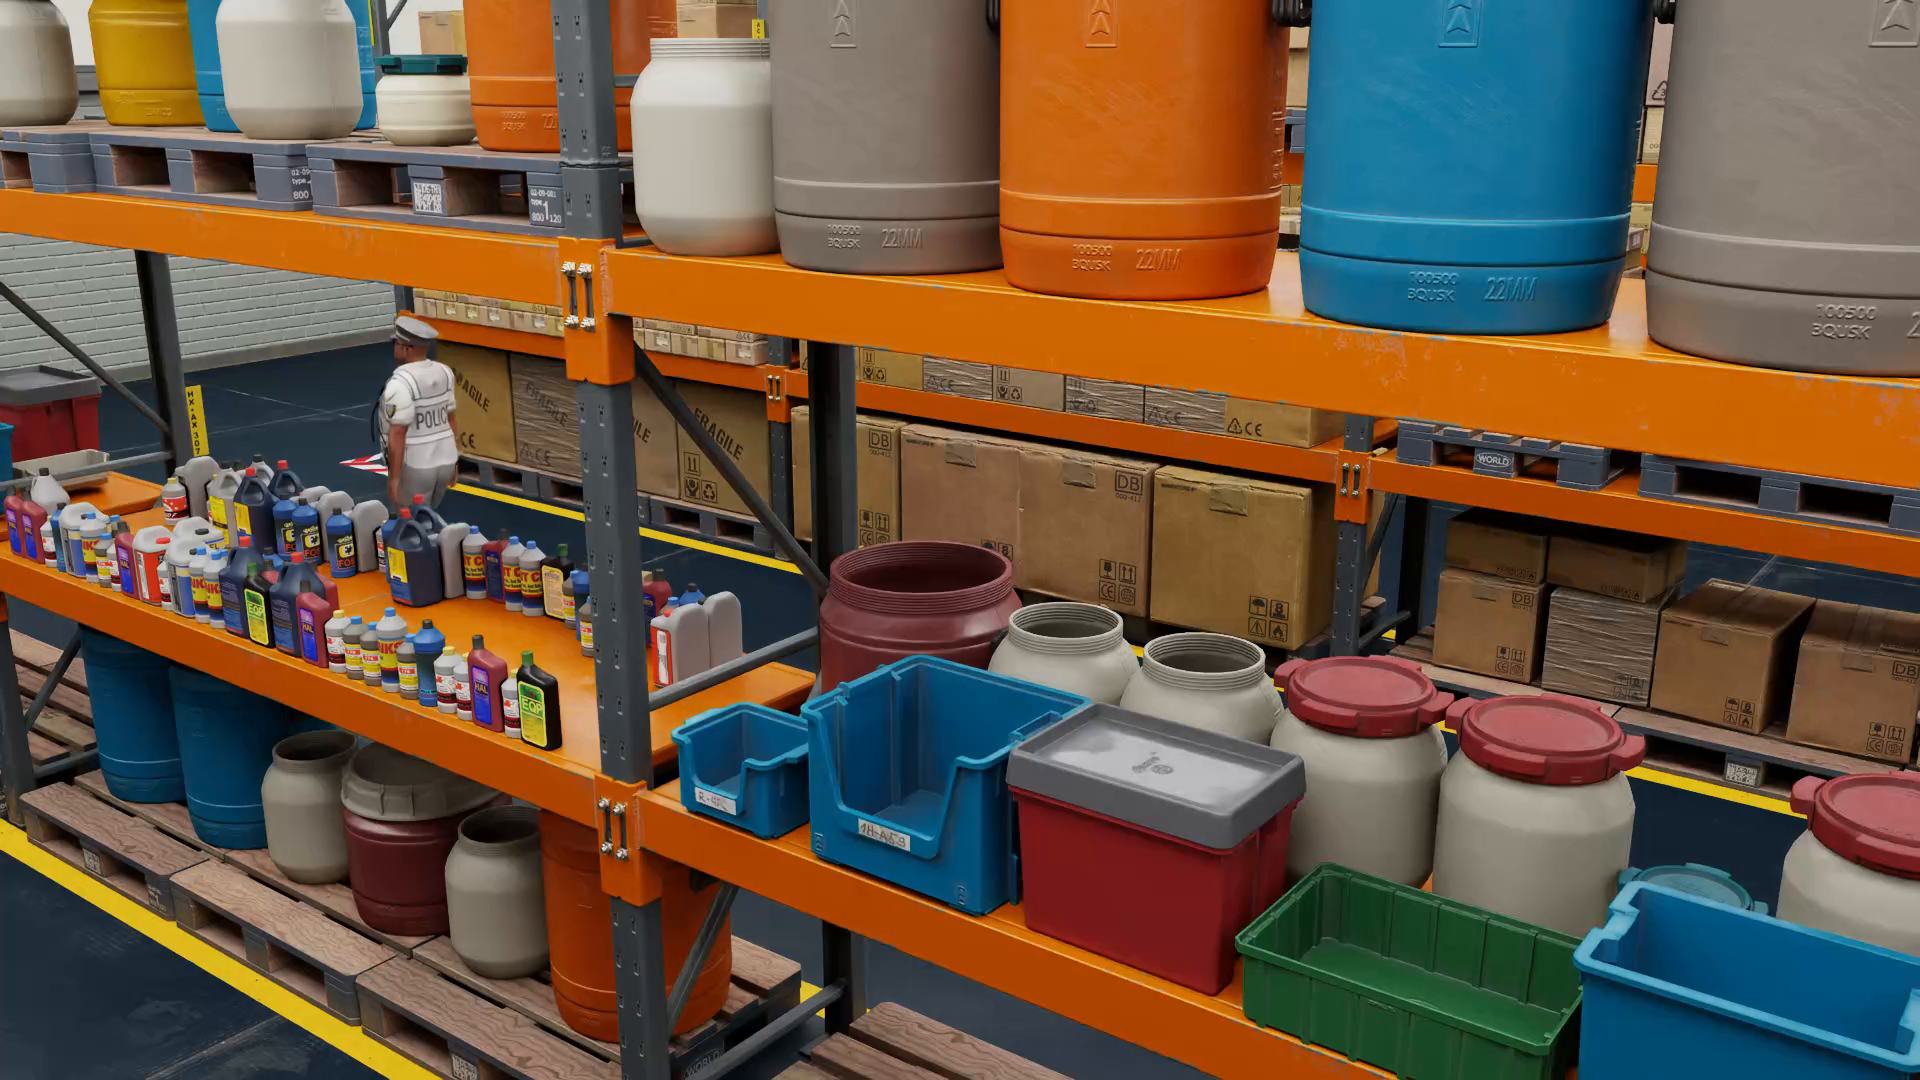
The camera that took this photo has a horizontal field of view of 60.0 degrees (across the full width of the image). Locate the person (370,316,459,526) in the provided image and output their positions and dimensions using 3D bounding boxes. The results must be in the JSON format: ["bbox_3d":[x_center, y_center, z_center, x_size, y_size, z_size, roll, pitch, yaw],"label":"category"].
[{"bbox_3d":[-3.228,-0.450,9.920,0.484,1.782,0.555,6,18,20],"label":"person"}]
